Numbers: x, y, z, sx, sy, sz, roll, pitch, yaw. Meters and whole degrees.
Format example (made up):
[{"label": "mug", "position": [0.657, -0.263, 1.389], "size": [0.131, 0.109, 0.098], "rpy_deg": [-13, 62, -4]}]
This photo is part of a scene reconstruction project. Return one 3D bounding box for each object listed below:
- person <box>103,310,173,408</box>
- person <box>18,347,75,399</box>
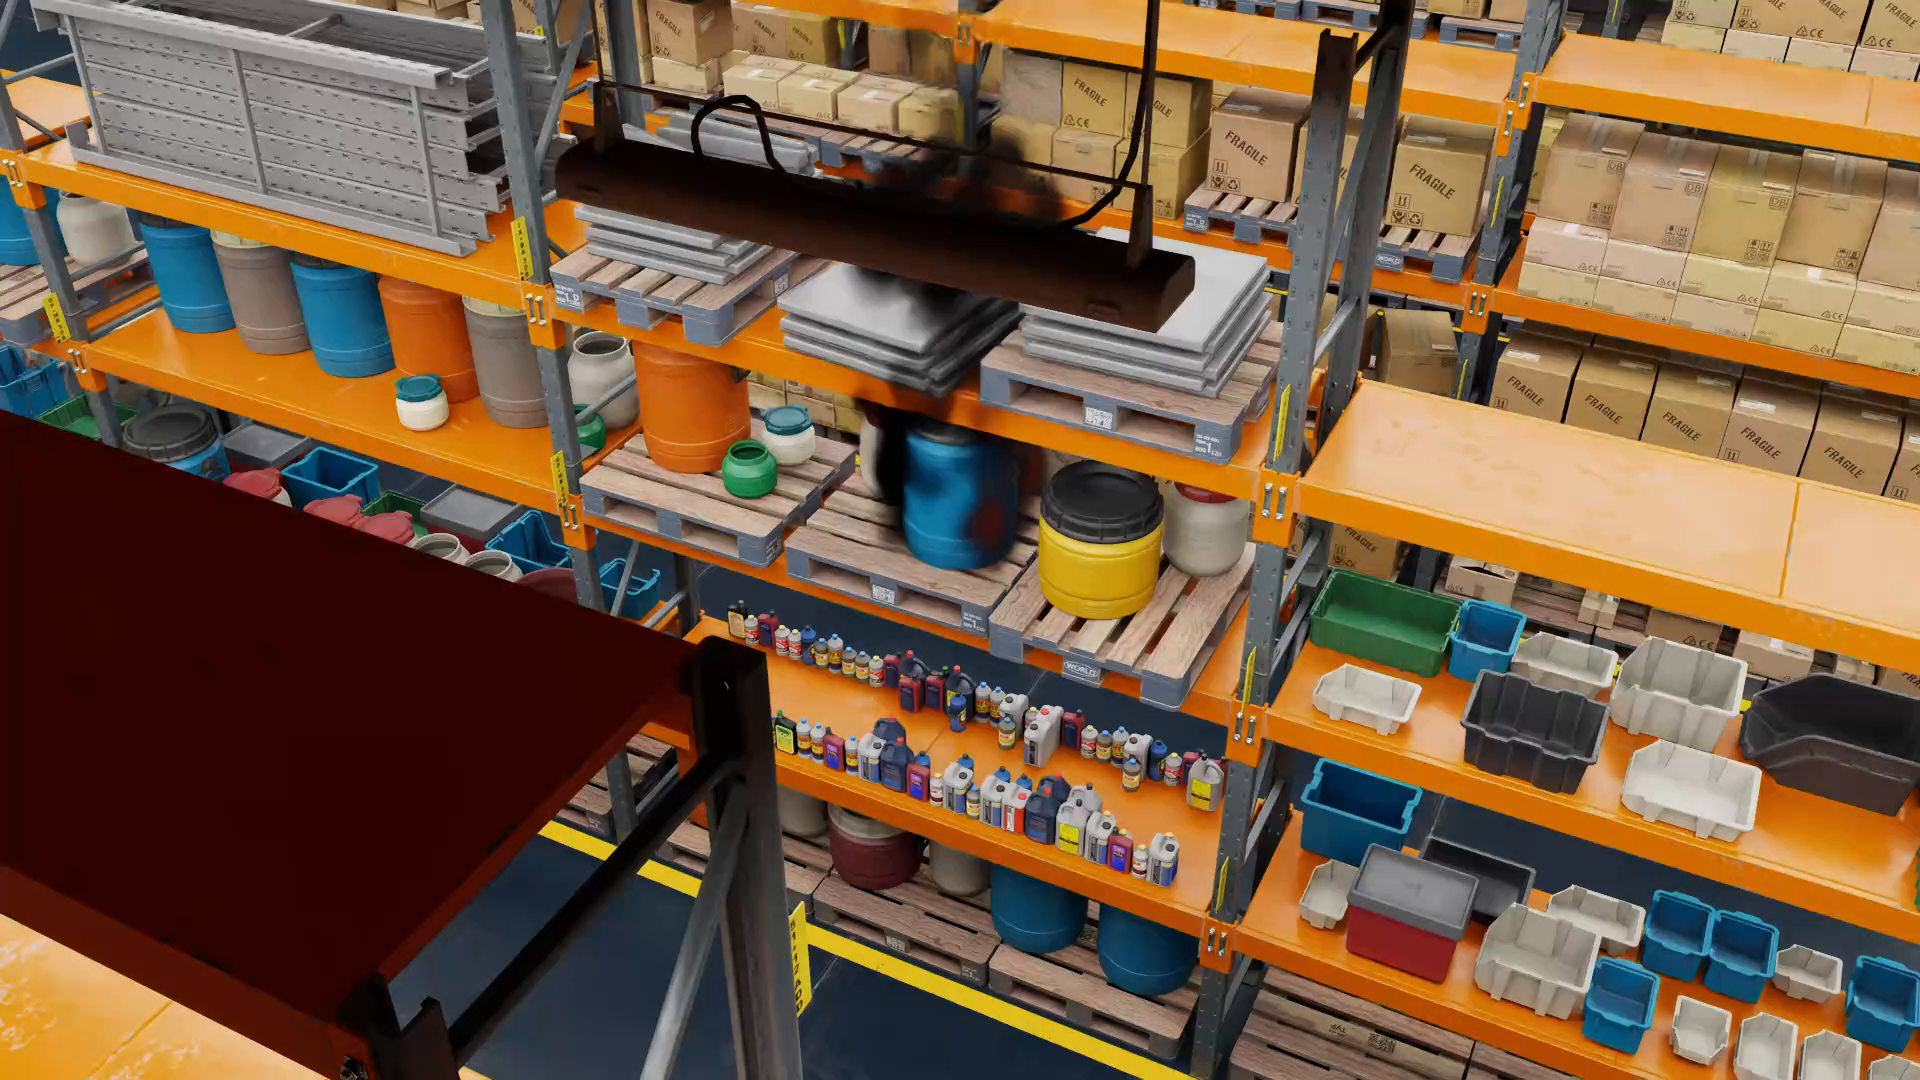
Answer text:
[{"label": "person", "position": [-7.099, -1.432, 14.391], "size": [0.727, 1.836, 0.640], "rpy_deg": [12, 37, 16]}, {"label": "person", "position": [-8.026, -1.495, 14.616], "size": [0.673, 1.635, 0.516], "rpy_deg": [12, 37, 17]}]
